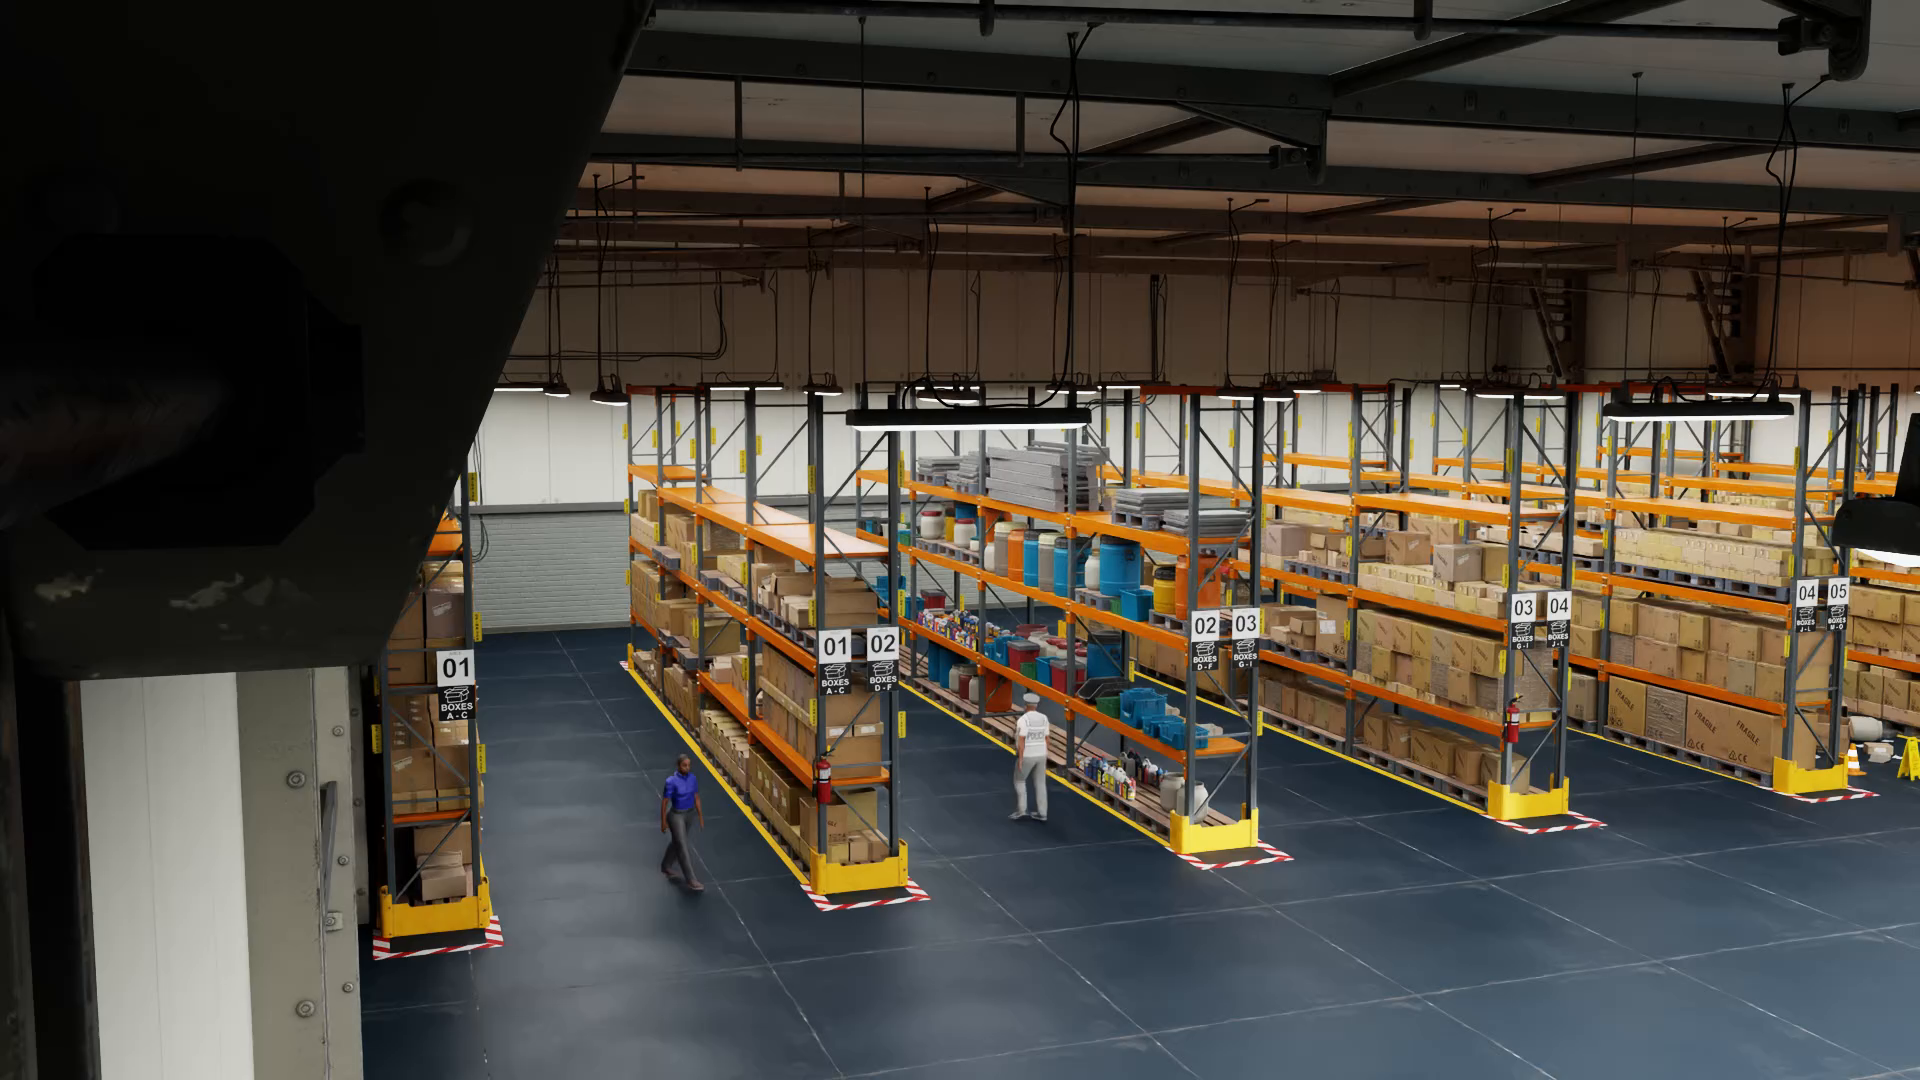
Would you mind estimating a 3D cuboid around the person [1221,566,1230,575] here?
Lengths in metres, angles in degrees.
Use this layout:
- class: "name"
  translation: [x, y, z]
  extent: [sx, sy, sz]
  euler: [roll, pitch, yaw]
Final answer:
- class: "person"
  translation: [6.623, 1.157, 41.906]
  extent: [0.577, 1.669, 1.092]
  euler: [1, 6, 14]

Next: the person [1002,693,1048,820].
- class: "person"
  translation: [0.976, 3.054, 23.434]
  extent: [0.582, 1.782, 0.786]
  euler: [-3, 7, -28]

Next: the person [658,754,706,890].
- class: "person"
  translation: [-3.394, 3.413, 20.358]
  extent: [1.004, 1.596, 0.503]
  euler: [4, 7, 31]
